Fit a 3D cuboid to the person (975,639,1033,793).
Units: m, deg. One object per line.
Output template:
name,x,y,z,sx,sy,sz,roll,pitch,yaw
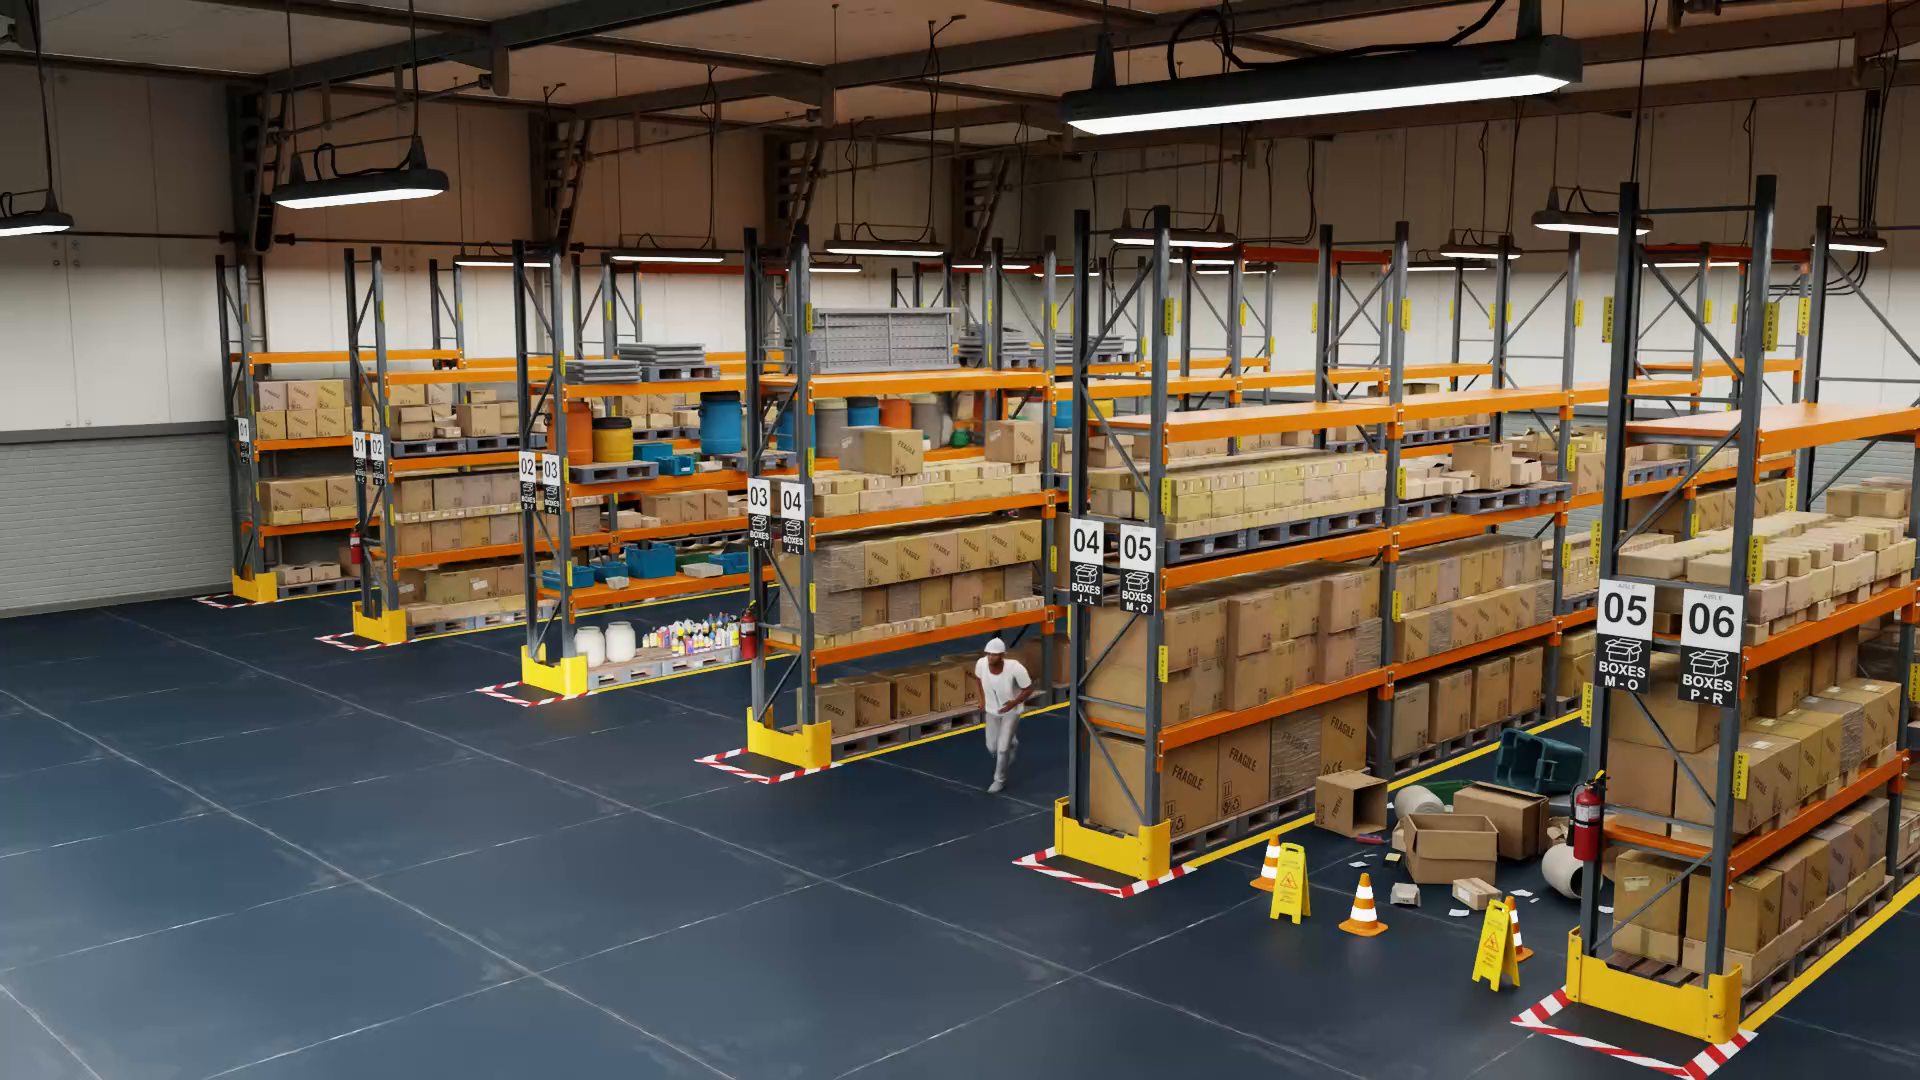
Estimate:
person,0.468,1.846,17.762,0.695,1.690,0.805,3,9,22
